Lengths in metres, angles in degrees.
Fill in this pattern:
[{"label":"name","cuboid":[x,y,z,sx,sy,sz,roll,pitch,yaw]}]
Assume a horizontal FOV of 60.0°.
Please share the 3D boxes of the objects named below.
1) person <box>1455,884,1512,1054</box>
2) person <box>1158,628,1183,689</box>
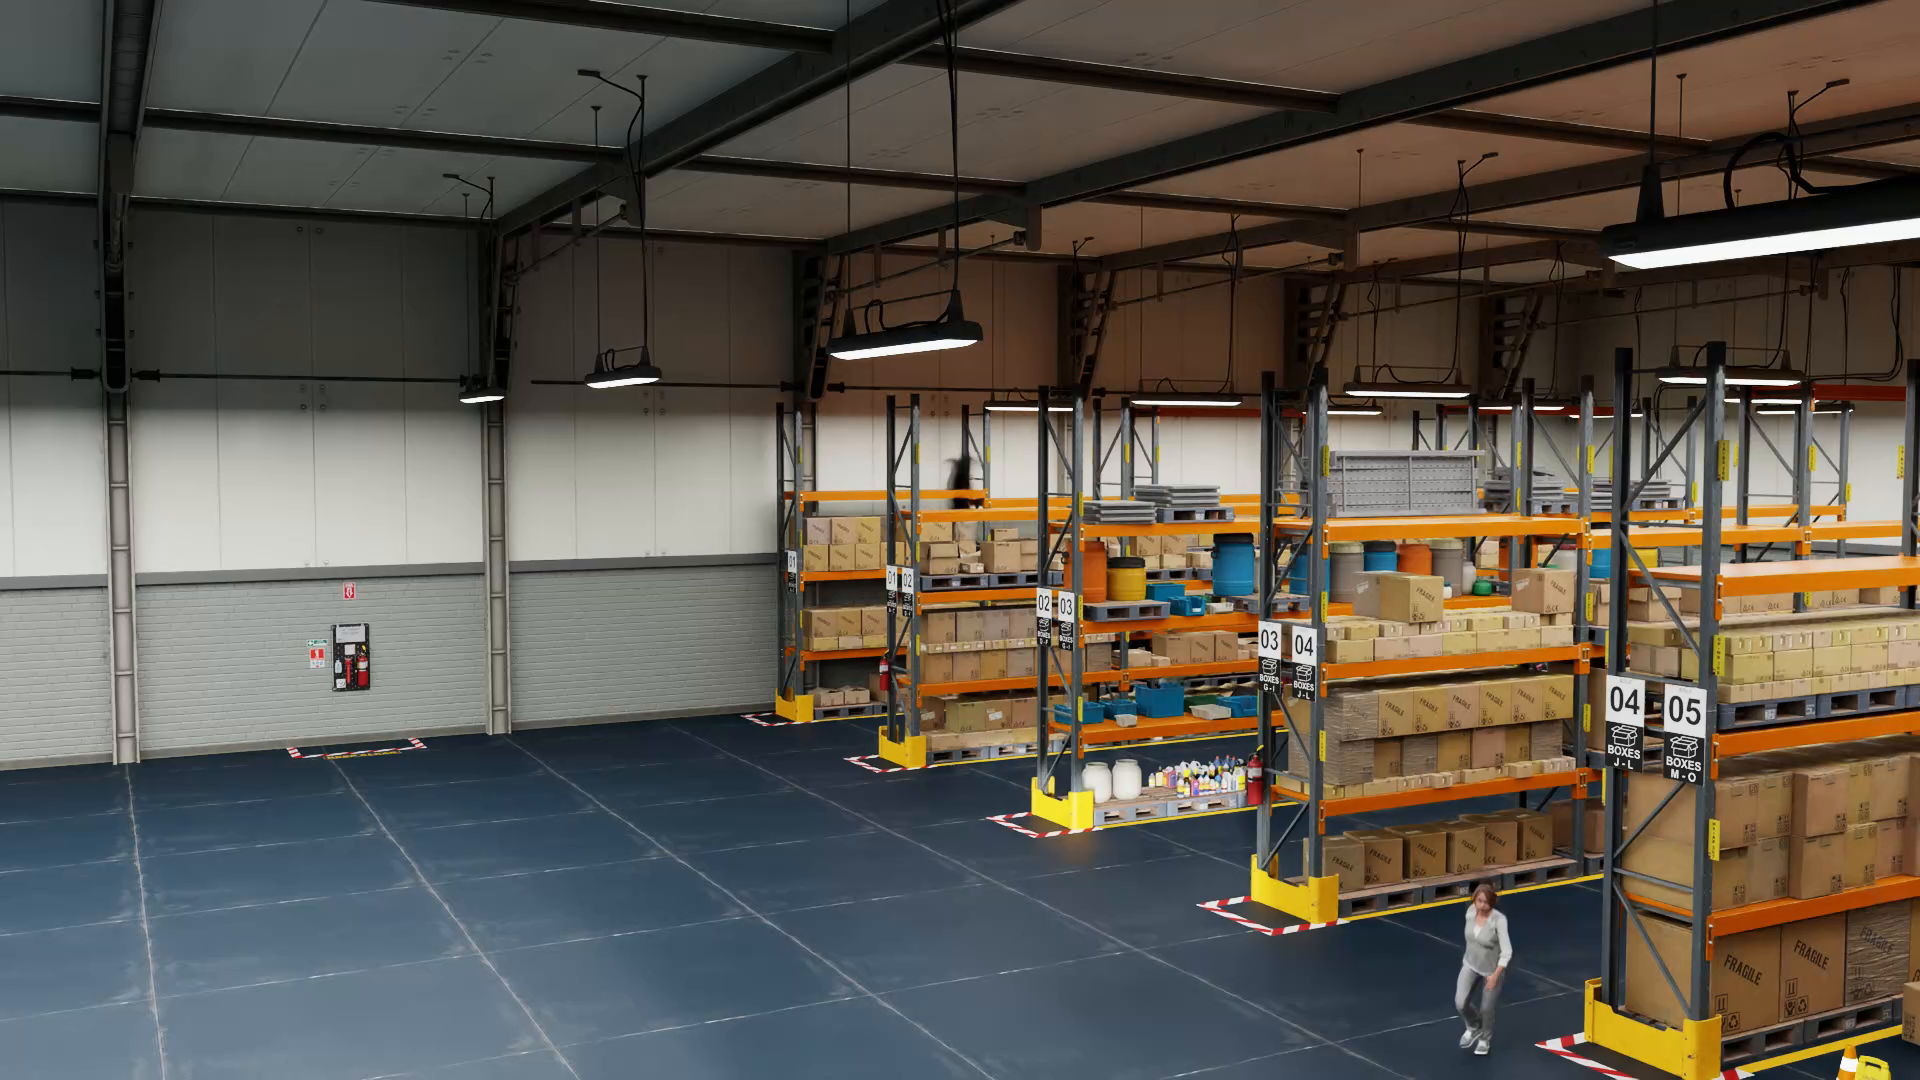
[{"label":"person","cuboid":[4.399,3.611,13.898,0.495,1.524,0.687,3,4,38]},{"label":"person","cuboid":[4.104,2.478,32.327,0.798,1.705,0.658,-1,4,-25]}]
